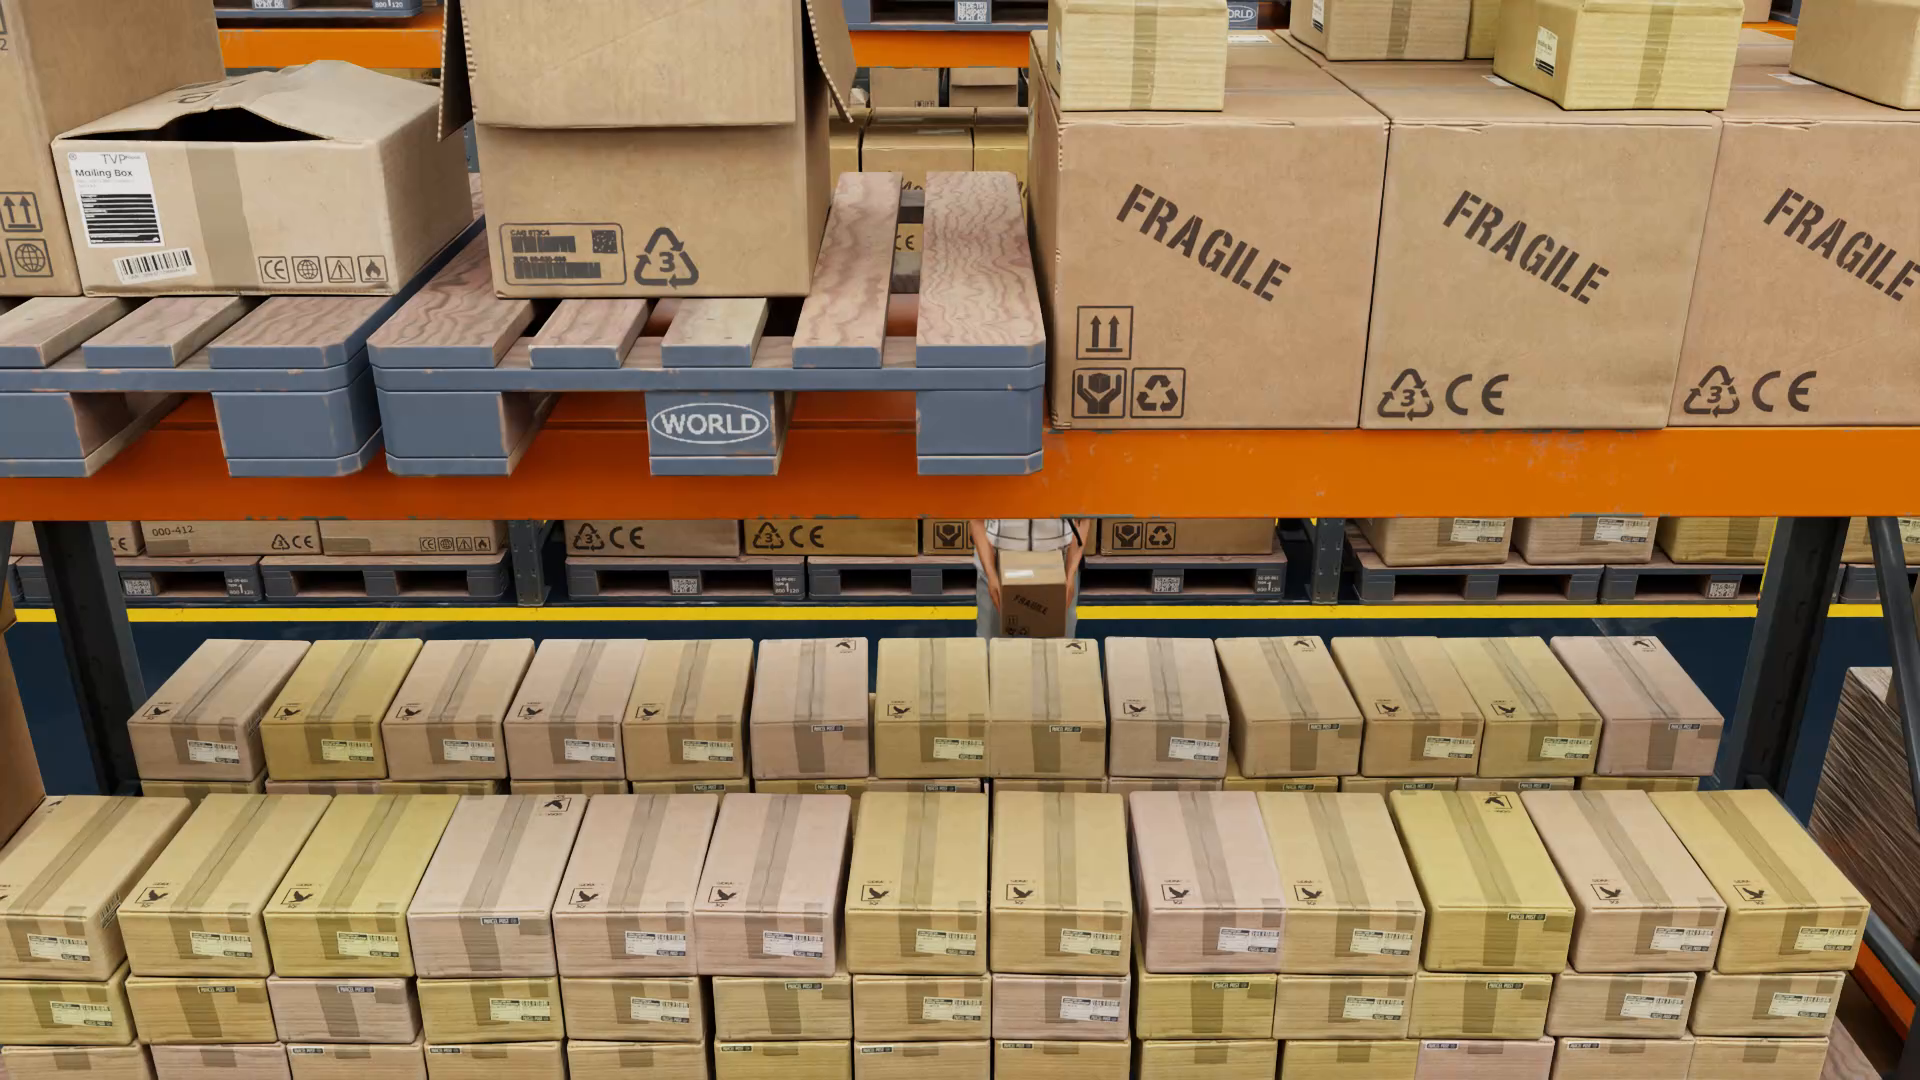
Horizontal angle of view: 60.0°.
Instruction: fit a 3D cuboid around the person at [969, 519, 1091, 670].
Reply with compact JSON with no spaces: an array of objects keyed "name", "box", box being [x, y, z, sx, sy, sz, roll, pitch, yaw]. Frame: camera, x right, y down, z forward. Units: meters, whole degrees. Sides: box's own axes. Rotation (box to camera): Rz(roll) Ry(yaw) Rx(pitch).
[{"name":"person","box":[0.279,0.161,6.732,0.493,1.671,0.490,0,24,-1]}]
